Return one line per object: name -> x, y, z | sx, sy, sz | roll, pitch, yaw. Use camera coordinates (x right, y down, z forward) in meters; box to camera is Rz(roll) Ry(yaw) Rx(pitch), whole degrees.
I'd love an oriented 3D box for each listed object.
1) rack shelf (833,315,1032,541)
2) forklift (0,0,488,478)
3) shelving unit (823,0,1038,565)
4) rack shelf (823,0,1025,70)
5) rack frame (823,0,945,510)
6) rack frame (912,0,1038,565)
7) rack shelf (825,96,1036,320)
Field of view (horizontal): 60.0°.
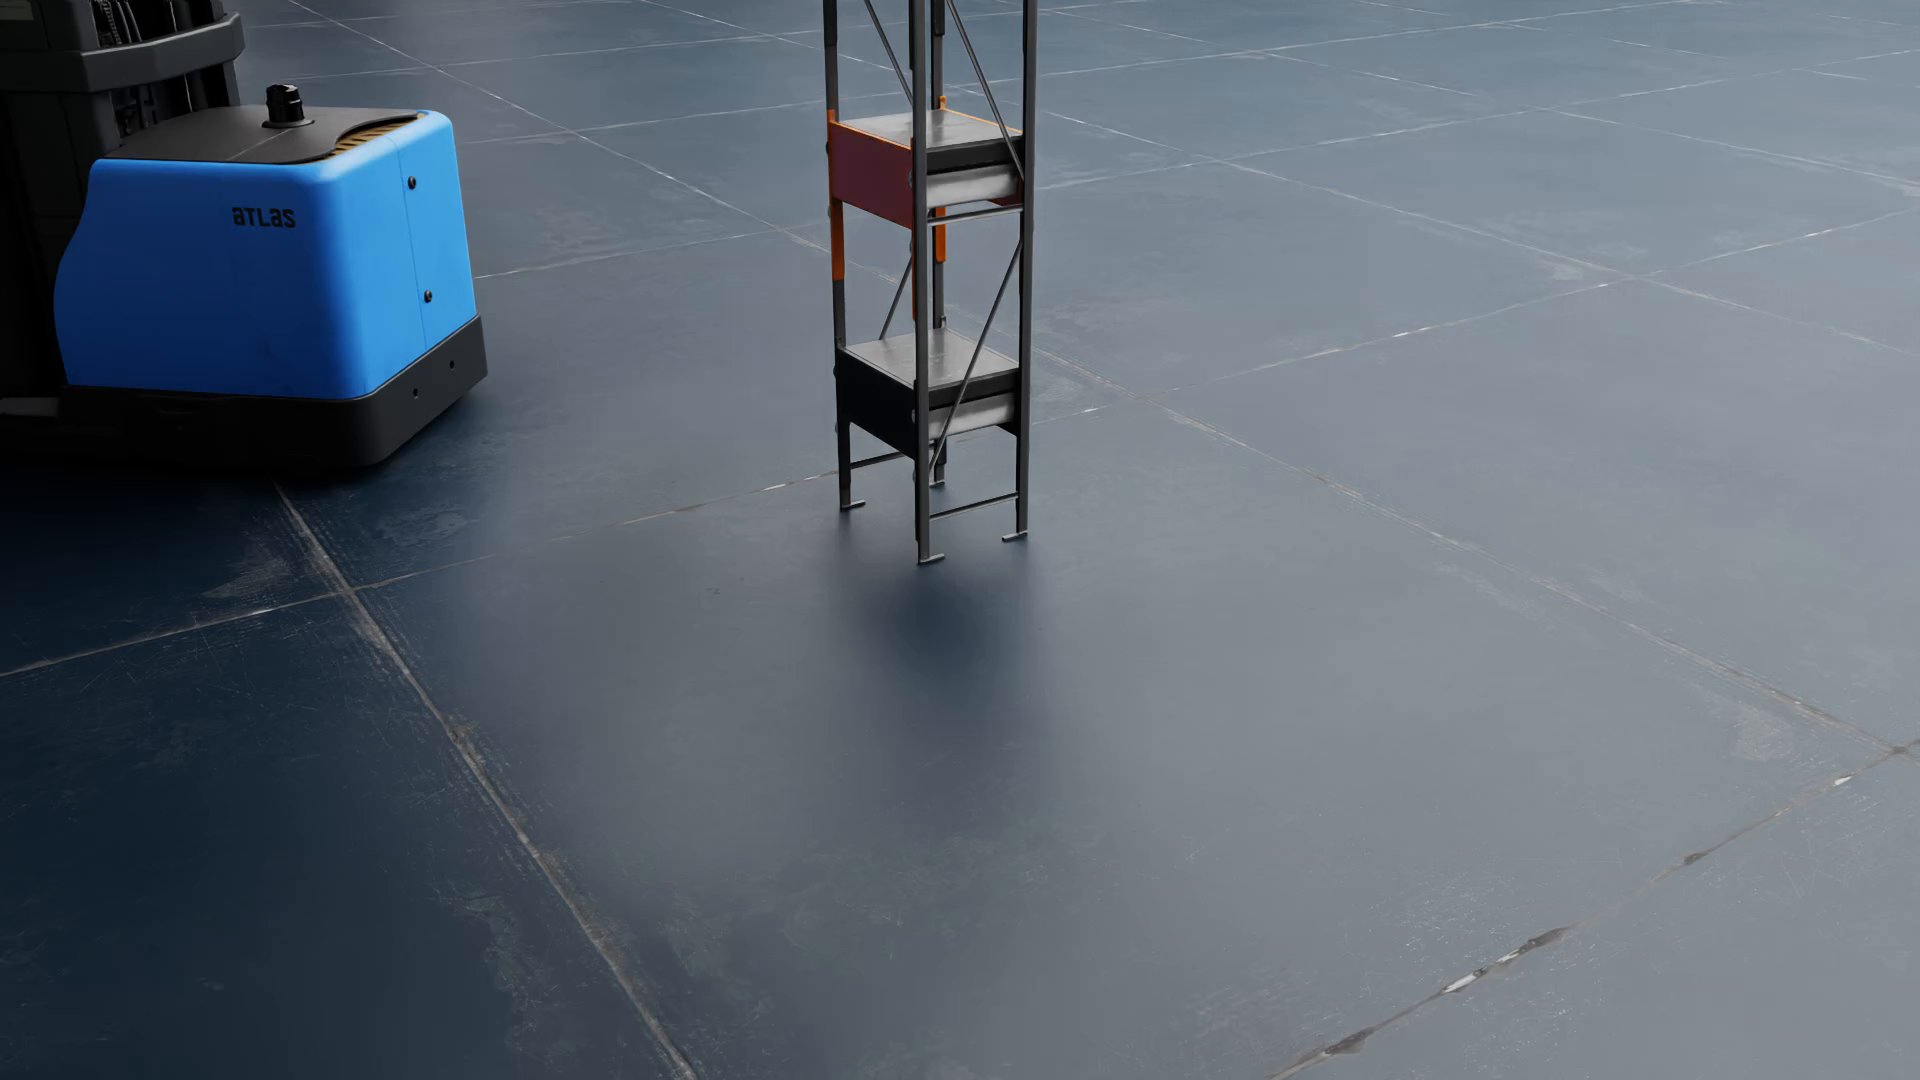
rack shelf -> -0.090, -0.363, 5.232 | 0.431, 0.518, 0.480 | -16, 29, -30
forklift -> -3.391, -1.814, 5.659 | 3.031, 2.935, 1.130 | 4, 26, 8
shelving unit -> -0.090, -1.009, 4.927 | 0.431, 2.100, 0.503 | -16, 29, -30
rack shelf -> -0.090, -1.629, 4.634 | 0.431, 0.518, 0.480 | -16, 29, -30
rack frame -> -0.224, -1.096, 5.112 | 0.400, 2.100, 0.015 | -16, 29, -30
rack frame -> 0.043, -0.921, 4.742 | 0.400, 2.100, 0.015 | -16, 29, -30
rack shelf -> -0.090, -0.996, 4.933 | 0.431, 0.518, 0.480 | -16, 29, -30
